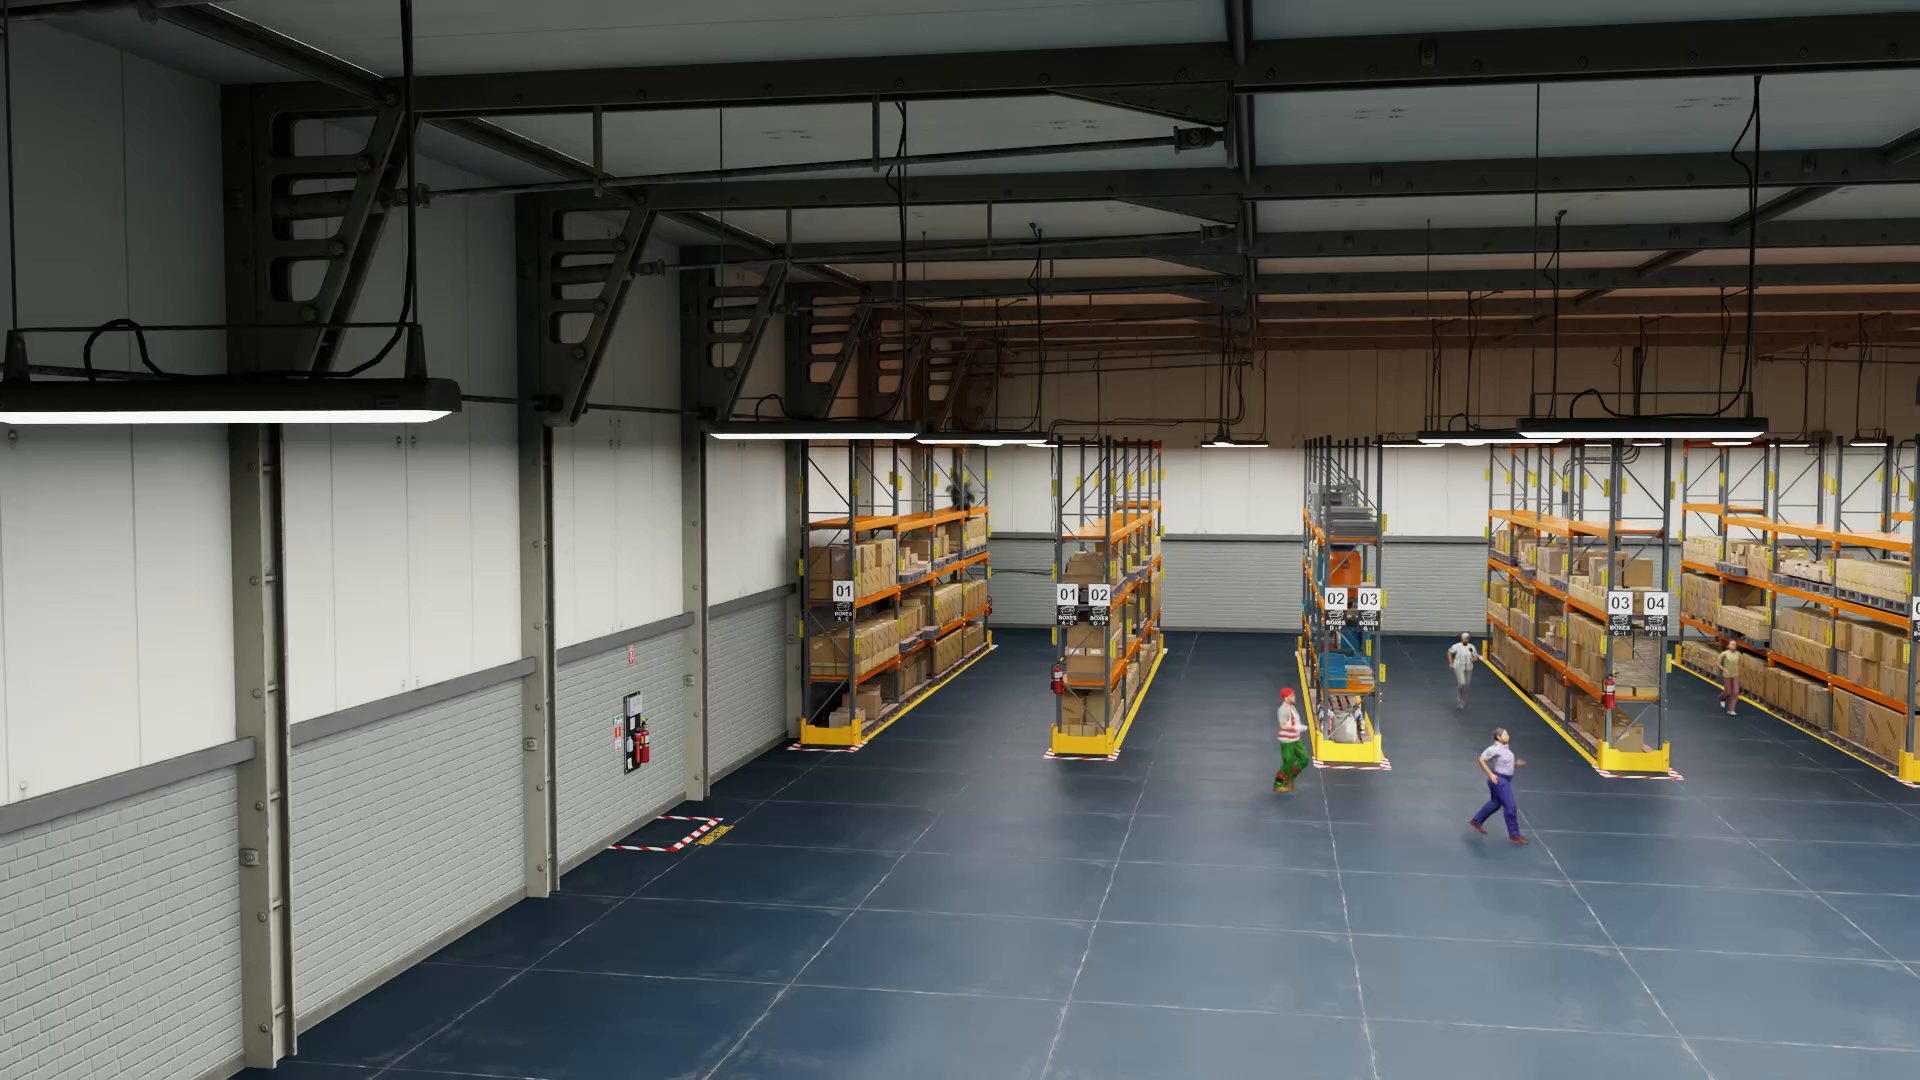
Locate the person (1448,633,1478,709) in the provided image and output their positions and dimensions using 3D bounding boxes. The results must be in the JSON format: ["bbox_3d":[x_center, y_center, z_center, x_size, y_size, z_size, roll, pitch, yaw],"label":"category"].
[{"bbox_3d":[11.181,2.906,36.917,0.570,1.705,0.796,0,3,-5],"label":"person"}]

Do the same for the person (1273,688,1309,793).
[{"bbox_3d":[5.524,3.340,27.601,0.647,1.780,0.638,2,4,34],"label":"person"}]

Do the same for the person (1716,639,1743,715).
[{"bbox_3d":[16.696,2.953,36.043,0.572,1.633,0.733,0,3,1],"label":"person"}]

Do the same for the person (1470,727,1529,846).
[{"bbox_3d":[7.889,3.569,24.303,0.895,1.671,0.594,2,4,30],"label":"person"}]
